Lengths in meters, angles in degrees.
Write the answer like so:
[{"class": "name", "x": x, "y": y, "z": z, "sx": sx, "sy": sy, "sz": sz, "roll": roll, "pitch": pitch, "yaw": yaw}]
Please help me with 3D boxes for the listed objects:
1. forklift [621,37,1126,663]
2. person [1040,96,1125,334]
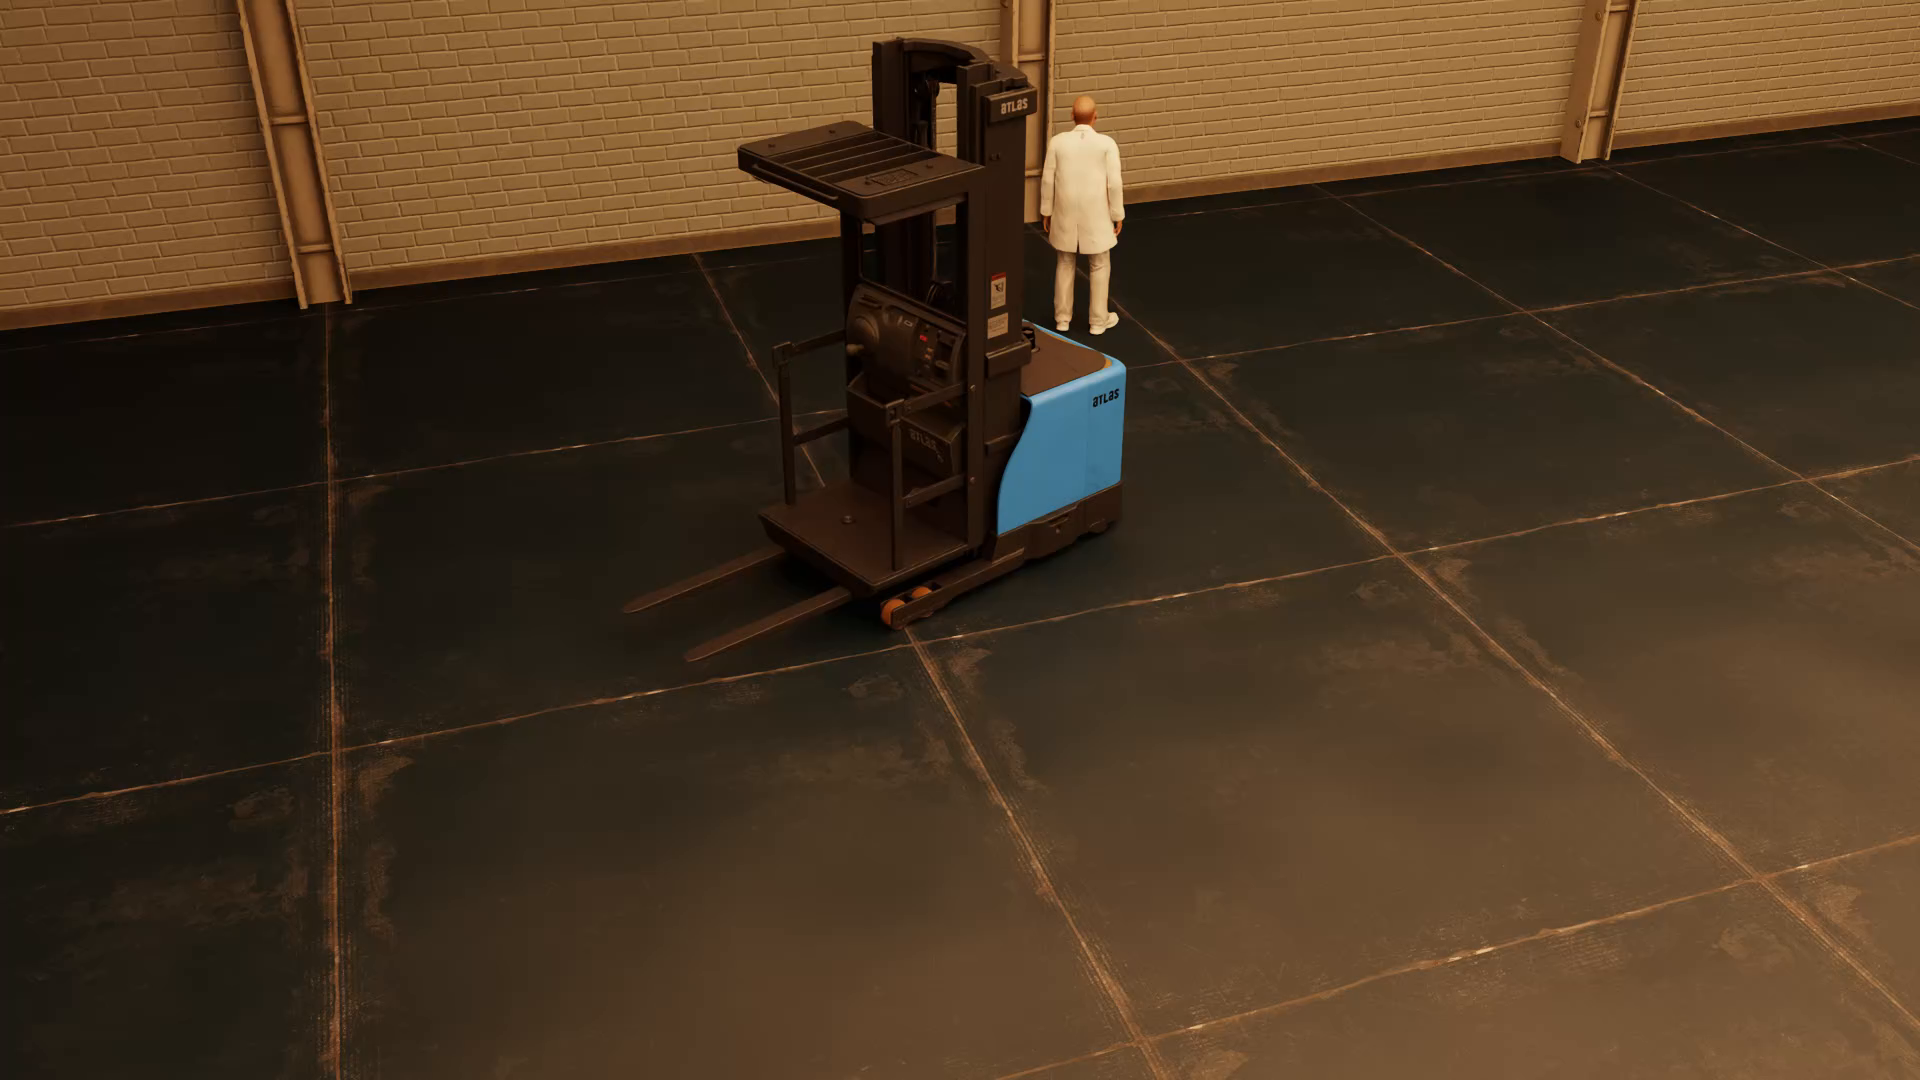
[{"class": "forklift", "x": -0.461, "y": -1.072, "z": 8.951, "sx": 3.031, "sy": 2.935, "sz": 1.130, "roll": -23, "pitch": 37, "yaw": -34}, {"class": "person", "x": 0.916, "y": -2.428, "z": 12.469, "sx": 0.642, "sy": 1.772, "sz": 0.434, "roll": 8, "pitch": 31, "yaw": 13}]
